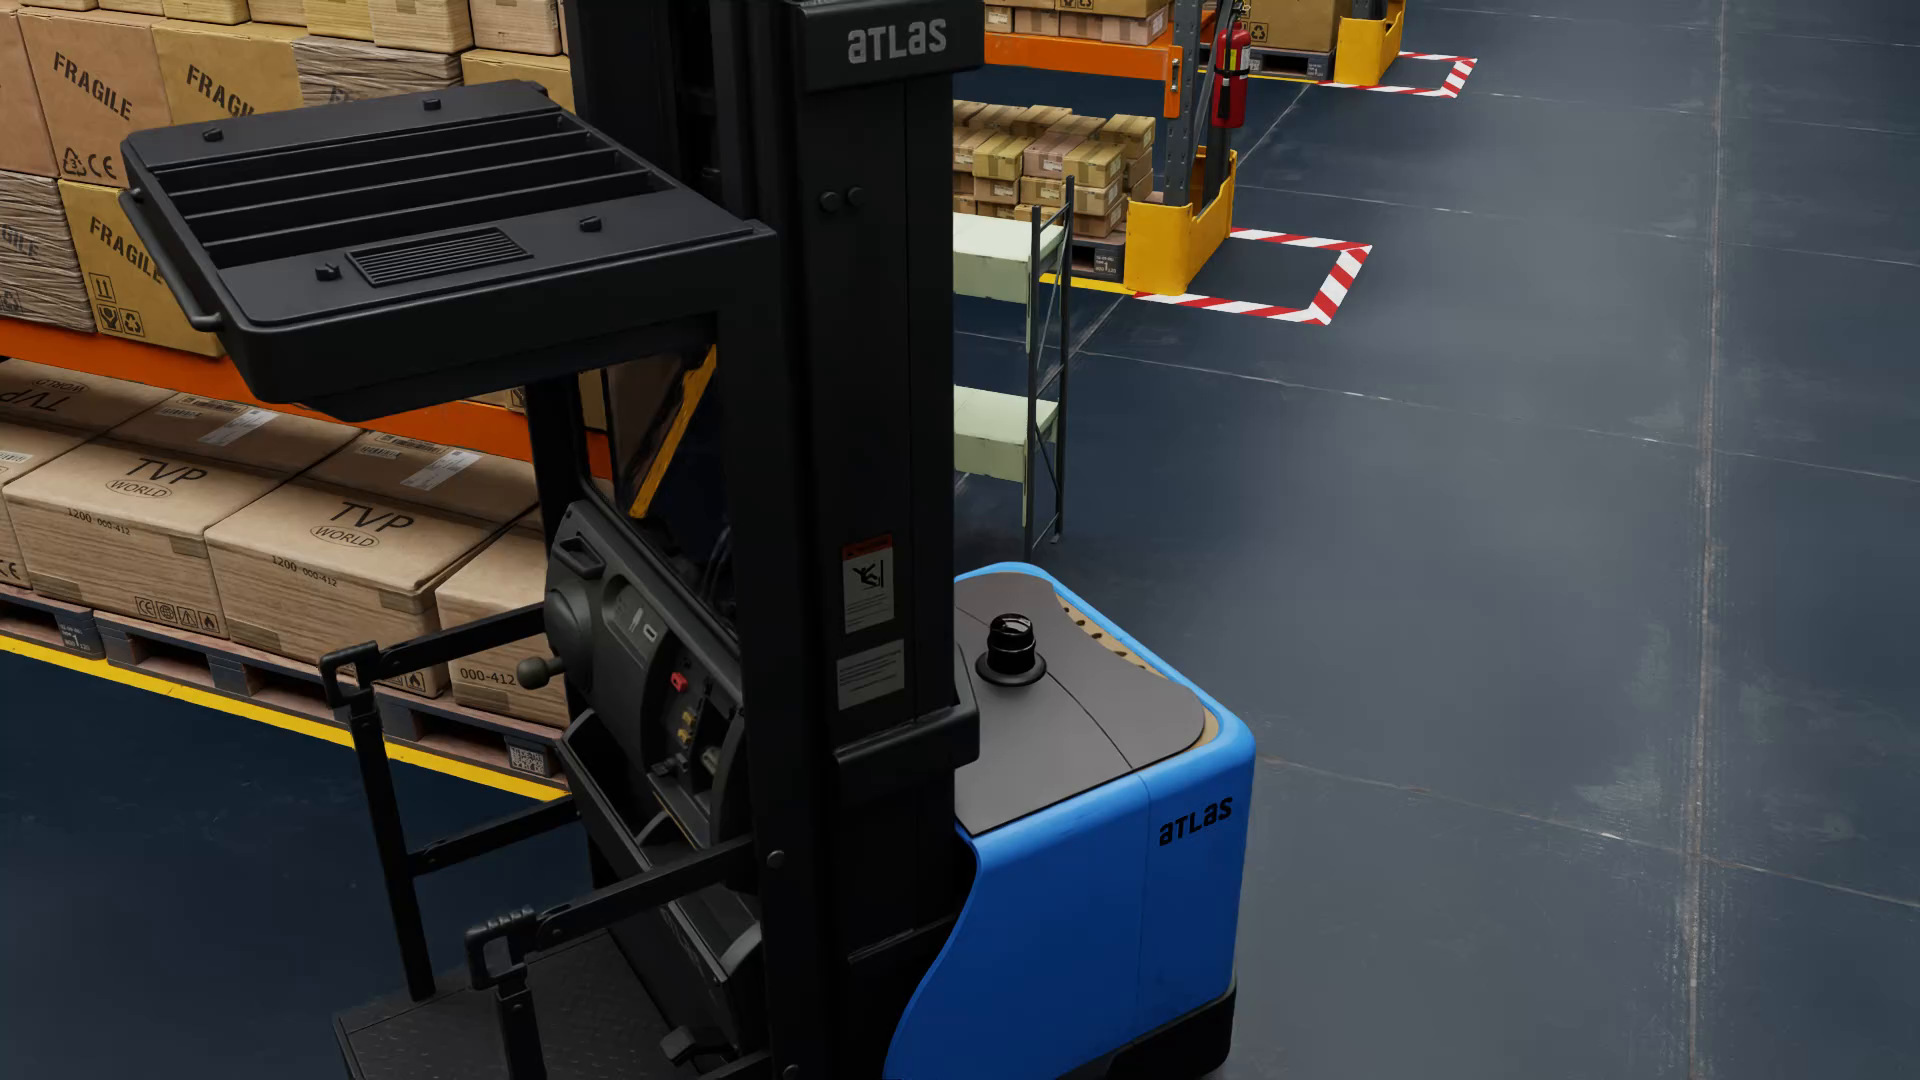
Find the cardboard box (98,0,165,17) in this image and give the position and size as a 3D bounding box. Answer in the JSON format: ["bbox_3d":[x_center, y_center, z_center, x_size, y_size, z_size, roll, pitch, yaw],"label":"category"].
[{"bbox_3d":[-2.277,-1.645,4.835,0.250,0.149,0.380,12,32,21],"label":"cardboard box"}]

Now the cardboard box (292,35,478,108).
[{"bbox_3d":[-1.462,-1.183,4.678,0.500,0.500,0.500,11,31,19],"label":"cardboard box"}]

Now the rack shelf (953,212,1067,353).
[{"bbox_3d":[-0.006,-0.994,6.191,0.720,0.370,0.431,11,31,19],"label":"rack shelf"}]

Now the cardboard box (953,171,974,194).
[{"bbox_3d":[0.048,-2.147,9.668,0.250,0.149,0.380,11,31,19],"label":"cardboard box"}]

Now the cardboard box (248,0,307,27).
[{"bbox_3d":[-1.787,-1.568,4.699,0.250,0.149,0.380,11,31,19],"label":"cardboard box"}]

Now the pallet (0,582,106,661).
[{"bbox_3d":[-3.462,0.010,6.518,1.213,0.211,1.003,11,31,19],"label":"pallet"}]

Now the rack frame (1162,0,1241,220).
[{"bbox_3d":[1.337,-2.916,8.861,0.127,3.000,1.000,11,31,19],"label":"rack frame"}]

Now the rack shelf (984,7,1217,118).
[{"bbox_3d":[-0.516,-2.973,9.693,4.000,0.370,1.077,11,31,19],"label":"rack shelf"}]

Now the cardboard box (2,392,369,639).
[{"bbox_3d":[-2.766,-0.118,6.087,0.875,0.438,0.875,10,31,18],"label":"cardboard box"}]

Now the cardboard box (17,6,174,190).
[{"bbox_3d":[-2.384,-1.370,5.008,0.500,0.500,0.500,11,31,19],"label":"cardboard box"}]

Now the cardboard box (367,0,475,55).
[{"bbox_3d":[-1.353,-1.422,4.441,0.250,0.149,0.380,11,31,19],"label":"cardboard box"}]

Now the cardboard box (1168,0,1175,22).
[{"bbox_3d":[1.160,-3.016,9.294,0.250,0.149,0.380,11,31,19],"label":"cardboard box"}]

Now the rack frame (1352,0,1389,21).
[{"bbox_3d":[3.296,-5.159,12.829,0.127,3.000,1.000,11,31,19],"label":"rack frame"}]

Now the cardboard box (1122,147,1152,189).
[{"bbox_3d":[0.948,-2.202,9.765,0.250,0.149,0.380,13,32,21],"label":"cardboard box"}]

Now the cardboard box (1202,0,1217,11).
[{"bbox_3d":[1.829,-4.667,13.692,0.875,0.875,0.875,11,31,19],"label":"cardboard box"}]

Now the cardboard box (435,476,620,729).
[{"bbox_3d":[-1.079,0.215,5.497,0.875,0.438,0.875,10,31,17],"label":"cardboard box"}]

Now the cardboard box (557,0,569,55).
[{"bbox_3d":[-0.838,-1.377,4.361,0.250,0.149,0.380,12,32,20],"label":"cardboard box"}]

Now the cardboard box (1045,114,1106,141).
[{"bbox_3d":[0.679,-2.365,9.752,0.250,0.149,0.380,12,32,20],"label":"cardboard box"}]

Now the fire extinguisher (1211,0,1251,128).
[{"bbox_3d":[1.397,-2.463,8.517,0.183,0.674,0.296,11,31,19],"label":"fire extinguisher"}]

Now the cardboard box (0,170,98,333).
[{"bbox_3d":[-2.877,-1.028,5.419,0.500,0.500,0.500,11,31,19],"label":"cardboard box"}]

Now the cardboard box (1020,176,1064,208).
[{"bbox_3d":[0.519,-2.028,9.458,0.250,0.149,0.380,11,31,18],"label":"cardboard box"}]

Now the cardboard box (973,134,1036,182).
[{"bbox_3d":[0.252,-2.162,9.393,0.250,0.149,0.380,11,31,18],"label":"cardboard box"}]

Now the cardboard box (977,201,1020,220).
[{"bbox_3d":[0.282,-1.950,9.622,0.250,0.149,0.380,11,31,19],"label":"cardboard box"}]

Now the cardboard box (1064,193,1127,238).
[{"bbox_3d":[0.771,-1.860,9.463,0.250,0.149,0.380,12,32,20],"label":"cardboard box"}]

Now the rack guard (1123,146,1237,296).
[{"bbox_3d":[1.267,-1.842,9.501,0.348,0.500,1.175,11,31,19],"label":"rack guard"}]

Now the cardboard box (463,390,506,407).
[{"bbox_3d":[-1.436,-0.752,4.931,0.500,0.500,0.500,11,31,18],"label":"cardboard box"}]

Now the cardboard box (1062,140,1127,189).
[{"bbox_3d":[0.751,-2.099,9.282,0.250,0.149,0.380,12,32,20],"label":"cardboard box"}]

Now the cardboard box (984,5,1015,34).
[{"bbox_3d":[0.229,-2.878,9.048,0.250,0.149,0.380,12,32,20],"label":"cardboard box"}]

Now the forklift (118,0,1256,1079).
[{"bbox_3d":[-0.825,0.281,3.274,3.031,2.935,1.130,-17,34,-28],"label":"forklift"}]

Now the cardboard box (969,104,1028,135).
[{"bbox_3d":[0.232,-2.478,9.952,0.250,0.149,0.380,10,31,17],"label":"cardboard box"}]

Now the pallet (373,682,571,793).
[{"bbox_3d":[-1.201,0.461,5.720,1.213,0.211,1.003,11,31,19],"label":"pallet"}]

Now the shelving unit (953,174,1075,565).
[{"bbox_3d":[-0.006,-0.654,6.383,0.755,1.500,0.431,11,31,19],"label":"shelving unit"}]

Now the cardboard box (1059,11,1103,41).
[{"bbox_3d":[0.712,-2.802,8.913,0.250,0.149,0.380,11,31,19],"label":"cardboard box"}]

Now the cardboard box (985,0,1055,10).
[{"bbox_3d":[0.349,-3.153,8.876,0.500,0.500,0.500,11,31,18],"label":"cardboard box"}]
